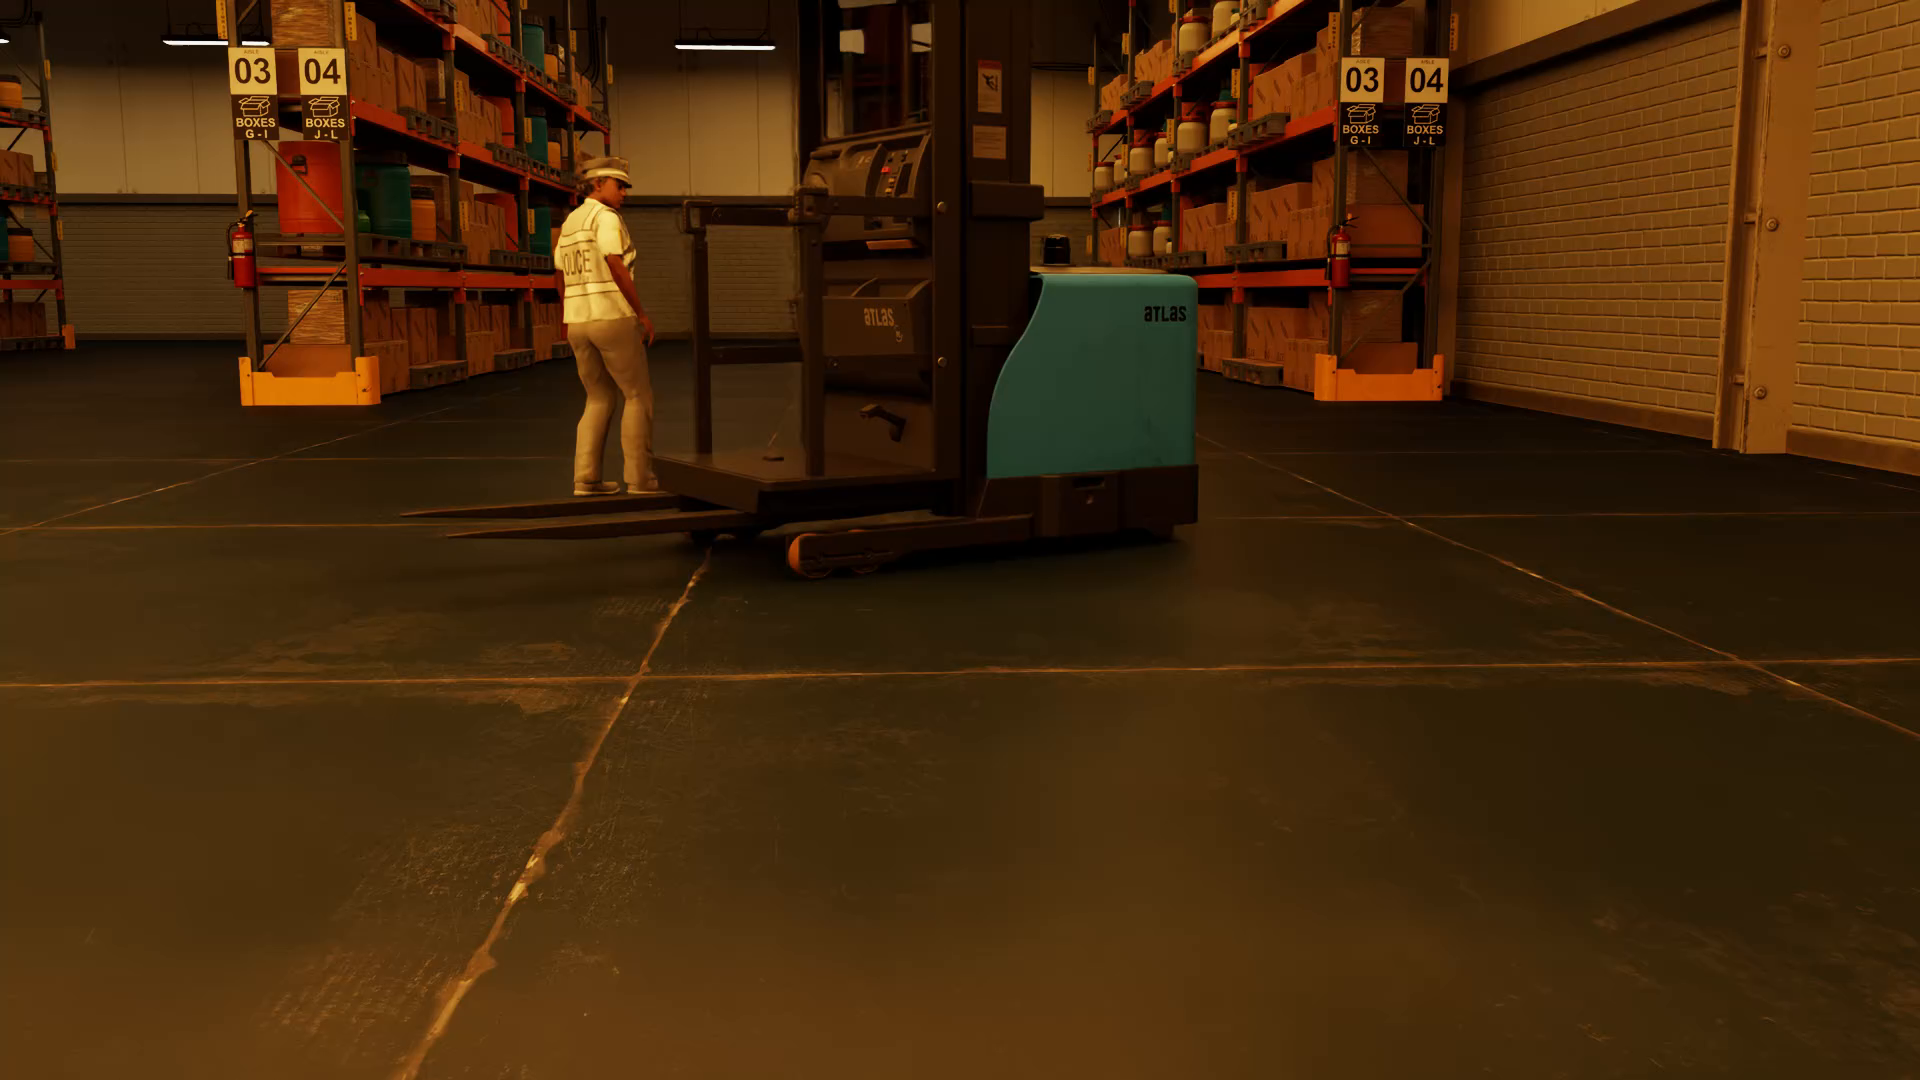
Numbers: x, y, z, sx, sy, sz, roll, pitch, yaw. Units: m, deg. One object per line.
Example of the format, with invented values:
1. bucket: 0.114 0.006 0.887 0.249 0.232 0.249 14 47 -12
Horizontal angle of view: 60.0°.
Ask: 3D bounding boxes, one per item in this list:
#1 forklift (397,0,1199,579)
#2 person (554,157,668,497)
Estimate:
1. forklift: -0.547 -1.400 6.259 3.031 2.935 1.130 -5 10 -31
2. person: -1.706 -1.039 8.194 0.651 1.654 0.471 7 11 39
